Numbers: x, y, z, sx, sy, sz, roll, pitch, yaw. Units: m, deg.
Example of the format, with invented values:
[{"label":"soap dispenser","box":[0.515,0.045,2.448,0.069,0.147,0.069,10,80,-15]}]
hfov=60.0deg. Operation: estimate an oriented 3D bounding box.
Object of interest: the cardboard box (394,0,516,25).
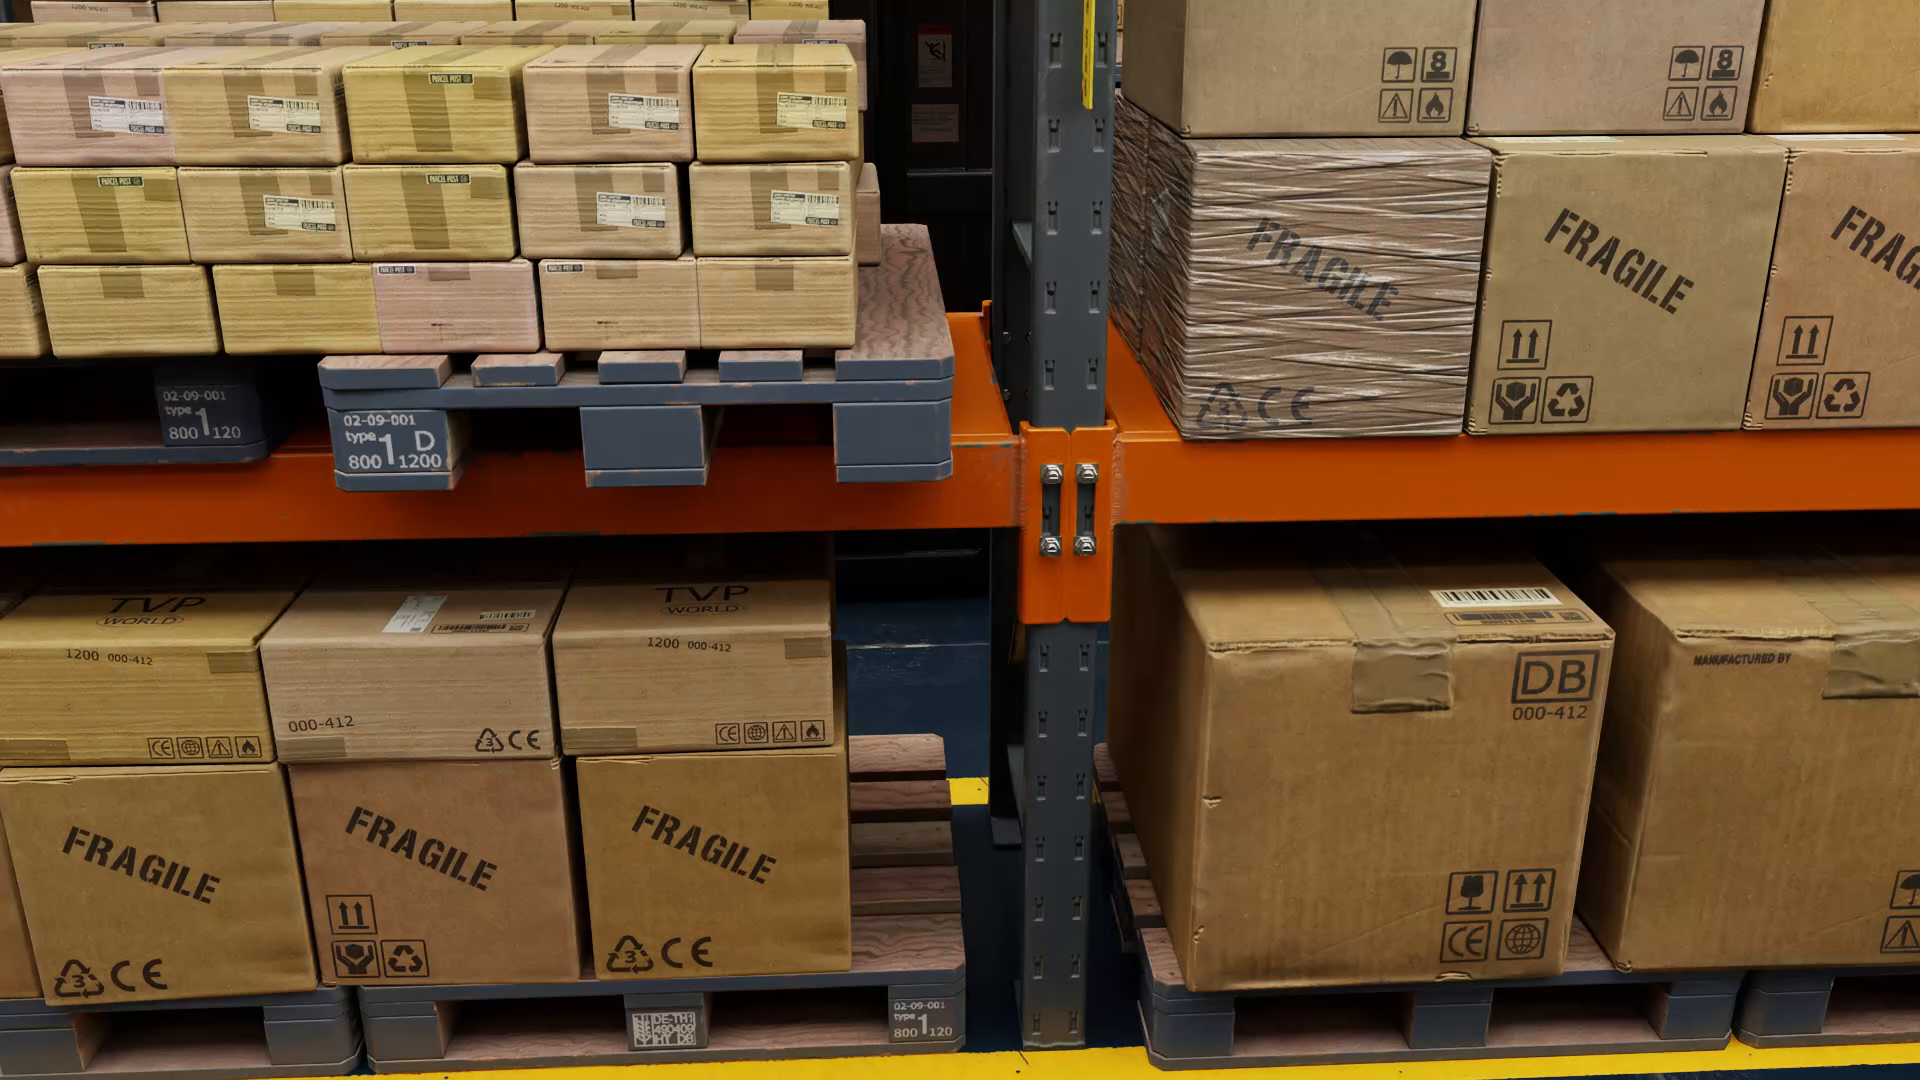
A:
[{"label":"cardboard box","box":[-2.229,-2.319,7.503,0.500,0.250,0.500,-2,21,-5]}]

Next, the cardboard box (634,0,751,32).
[{"label":"cardboard box","box":[-1.201,-2.347,7.577,0.500,0.250,0.500,-2,21,-4]}]

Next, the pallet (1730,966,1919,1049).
[{"label":"pallet","box":[2.170,0.751,3.850,1.213,0.211,1.003,-1,21,-3]}]

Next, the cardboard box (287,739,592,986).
[{"label":"cardboard box","box":[-0.997,0.549,3.387,0.500,0.500,0.500,0,21,-1]}]

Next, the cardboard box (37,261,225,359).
[{"label":"cardboard box","box":[-1.325,-0.425,2.784,0.250,0.149,0.380,-2,21,-5]}]

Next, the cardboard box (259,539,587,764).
[{"label":"cardboard box","box":[-1.008,0.204,3.239,0.500,0.250,0.500,-1,21,-2]}]

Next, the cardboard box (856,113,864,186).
[{"label":"cardboard box","box":[-0.330,-0.818,3.399,0.250,0.149,0.380,0,21,-1]}]

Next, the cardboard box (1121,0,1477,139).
[{"label":"cardboard box","box":[0.612,-1.058,3.139,0.500,0.500,0.700,-1,21,-3]}]

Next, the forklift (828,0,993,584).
[{"label":"forklift","box":[-0.620,-1.349,5.546,3.031,2.935,1.130,-2,21,-5]}]

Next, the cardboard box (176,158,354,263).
[{"label":"cardboard box","box":[-1.082,-0.568,2.741,0.250,0.149,0.380,-1,21,-3]}]

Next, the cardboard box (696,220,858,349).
[{"label":"cardboard box","box":[-0.303,-0.444,2.835,0.250,0.149,0.380,-1,21,-2]}]

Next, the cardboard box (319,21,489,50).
[{"label":"cardboard box","box":[-1.087,-0.940,3.301,0.250,0.149,0.380,-2,21,-5]}]

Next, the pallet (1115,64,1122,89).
[{"label":"pallet","box":[0.485,-2.258,8.105,1.003,0.211,1.213,-1,21,-3]}]

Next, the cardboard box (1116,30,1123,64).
[{"label":"cardboard box","box":[0.675,-2.297,7.703,0.250,0.149,0.380,-3,21,-7]}]

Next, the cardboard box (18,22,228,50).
[{"label":"cardboard box","box":[-1.621,-0.928,3.269,0.250,0.149,0.380,-1,21,-1]}]

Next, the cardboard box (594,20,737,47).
[{"label":"cardboard box","box":[-0.577,-0.949,3.324,0.250,0.149,0.380,-2,21,-5]}]

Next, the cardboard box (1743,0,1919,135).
[{"label":"cardboard box","box":[1.629,-1.080,3.197,0.500,0.500,0.700,-1,21,-4]}]

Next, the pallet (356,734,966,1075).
[{"label":"pallet","box":[-0.617,0.780,3.776,1.213,0.211,1.003,-1,21,-3]}]

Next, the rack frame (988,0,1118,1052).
[{"label":"rack frame","box":[0.164,-0.539,3.320,0.127,3.000,1.000,-1,21,-3]}]

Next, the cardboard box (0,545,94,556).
[{"label":"cardboard box","box":[-2.060,0.038,3.676,0.500,0.250,0.500,-2,21,-5]}]

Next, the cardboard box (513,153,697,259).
[{"label":"cardboard box","box":[-0.570,-0.579,2.770,0.250,0.149,0.380,0,21,-1]}]

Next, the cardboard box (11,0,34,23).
[{"label":"cardboard box","box":[-4.697,-2.344,7.922,0.500,0.500,0.500,0,21,-1]}]

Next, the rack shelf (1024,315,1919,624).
[{"label":"rack shelf","box":[2.160,-0.243,3.555,4.000,0.370,1.077,-1,21,-3]}]

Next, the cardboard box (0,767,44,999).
[{"label":"cardboard box","box":[-2.027,0.567,3.339,0.500,0.500,0.500,-1,21,-2]}]

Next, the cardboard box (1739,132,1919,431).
[{"label":"cardboard box","box":[1.638,-0.520,3.131,0.500,0.500,0.500,-1,21,-3]}]

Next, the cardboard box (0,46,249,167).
[{"label":"cardboard box","box":[-1.319,-0.704,2.680,0.250,0.149,0.380,-1,21,-3]}]

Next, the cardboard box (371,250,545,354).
[{"label":"cardboard box","box":[-0.808,-0.435,2.809,0.250,0.149,0.380,-1,21,-2]}]

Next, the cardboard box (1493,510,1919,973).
[{"label":"cardboard box","box":[1.649,0.317,3.644,0.750,0.750,1.050,-1,21,-2]}]

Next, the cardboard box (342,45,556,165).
[{"label":"cardboard box","box":[-0.812,-0.713,2.705,0.250,0.149,0.380,-1,21,-1]}]

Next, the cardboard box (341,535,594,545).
[{"label":"cardboard box","box":[-1.045,0.021,3.719,0.500,0.250,0.500,-1,21,-4]}]

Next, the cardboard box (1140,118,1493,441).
[{"label":"cardboard box","box":[0.627,-0.499,3.075,0.500,0.500,0.500,-1,21,-2]}]

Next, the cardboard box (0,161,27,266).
[{"label":"cardboard box","box":[-1.591,-0.558,2.715,0.250,0.149,0.380,-1,21,-2]}]

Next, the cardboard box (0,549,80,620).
[{"label":"cardboard box","box":[-2.036,0.222,3.190,0.500,0.250,0.500,0,21,-1]}]

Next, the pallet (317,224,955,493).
[{"label":"pallet","box":[-0.542,-0.397,3.217,1.003,0.211,1.213,-1,21,-3]}]

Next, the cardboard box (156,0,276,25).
[{"label":"cardboard box","box":[-3.239,-2.307,7.472,0.500,0.250,0.500,-1,21,-2]}]

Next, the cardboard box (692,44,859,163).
[{"label":"cardboard box","box":[-0.300,-0.723,2.731,0.250,0.149,0.380,-2,21,-5]}]
